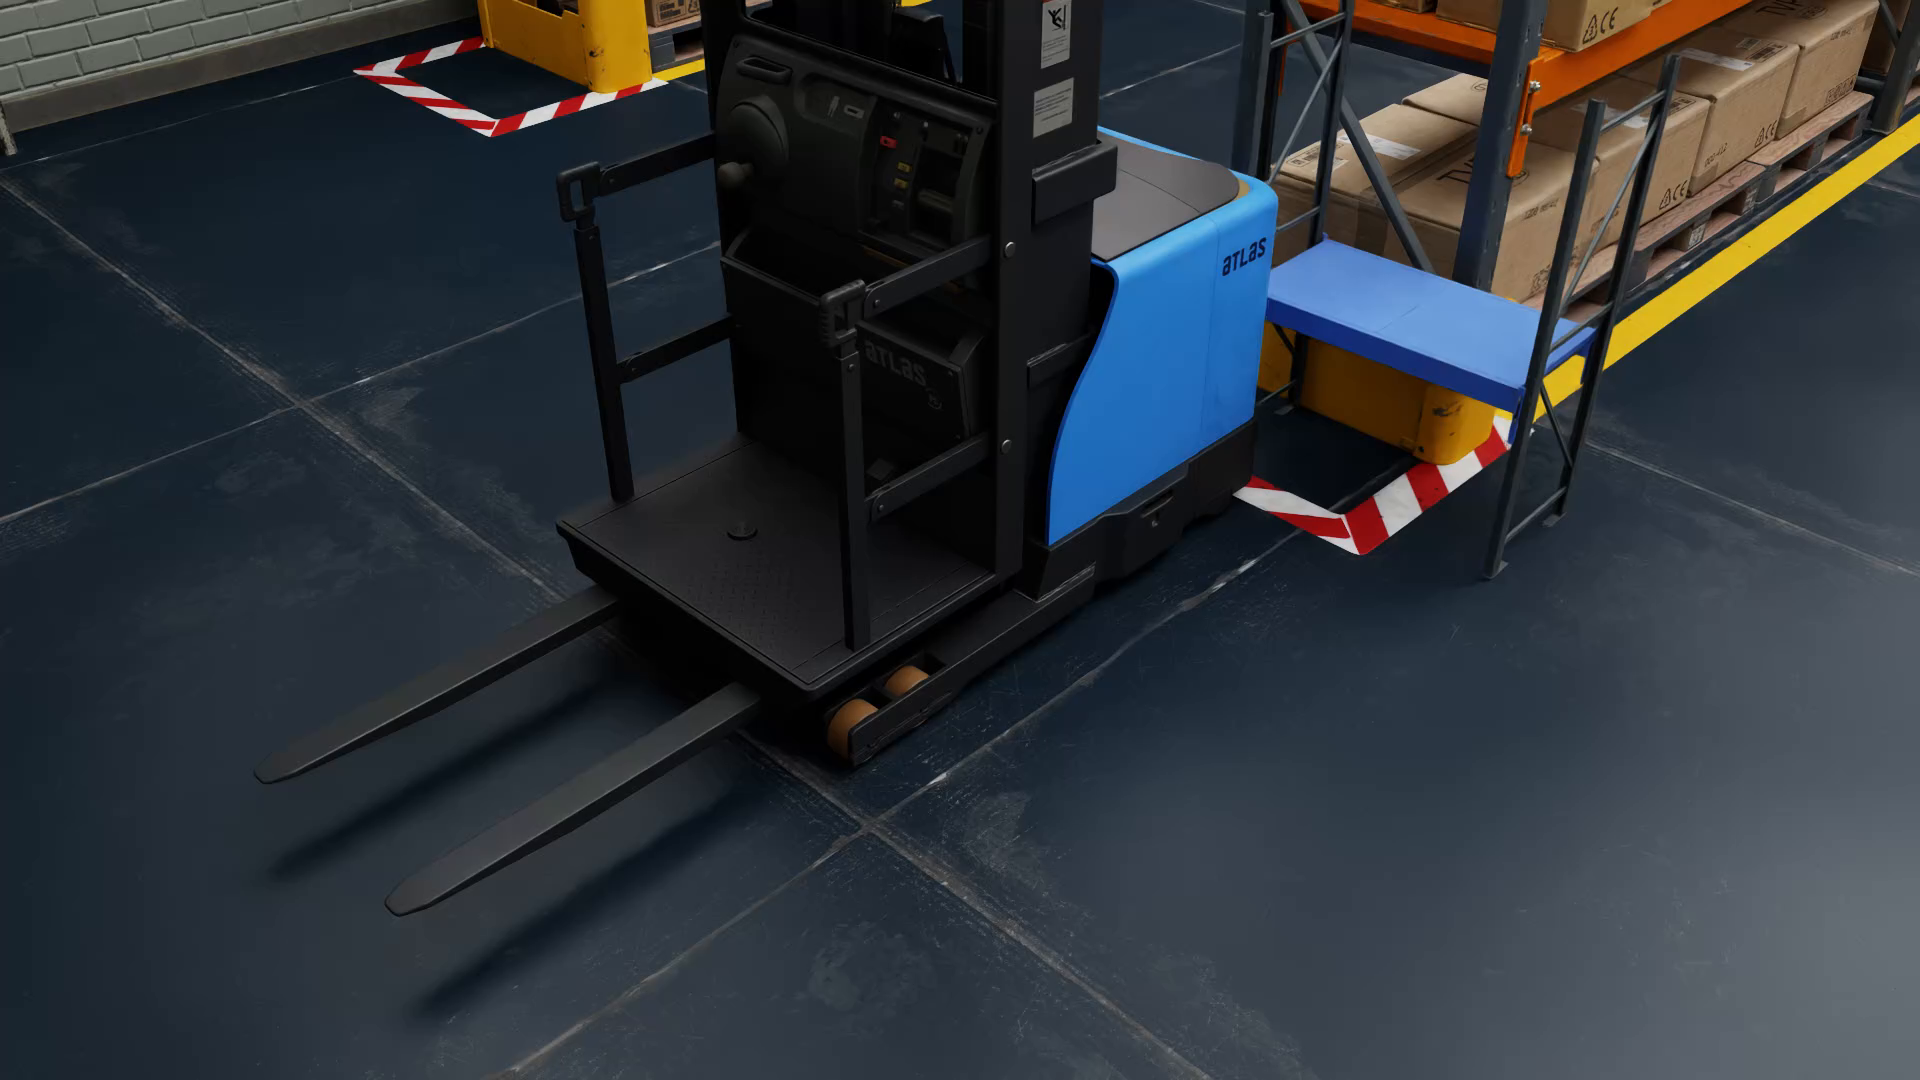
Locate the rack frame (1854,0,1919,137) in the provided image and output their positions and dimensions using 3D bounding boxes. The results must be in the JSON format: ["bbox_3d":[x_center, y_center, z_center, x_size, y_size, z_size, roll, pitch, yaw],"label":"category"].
[{"bbox_3d":[4.170,-3.405,7.510,1.000,3.000,0.127,30,45,35],"label":"rack frame"}]

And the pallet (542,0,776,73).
[{"bbox_3d":[-1.559,-2.991,9.354,1.003,0.211,1.213,30,45,35],"label":"pallet"}]

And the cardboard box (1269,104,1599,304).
[{"bbox_3d":[1.746,-1.210,6.236,0.875,0.438,0.875,28,44,34],"label":"cardboard box"}]

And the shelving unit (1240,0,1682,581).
[{"bbox_3d":[1.407,-0.800,5.084,1.048,1.500,0.538,28,43,34],"label":"shelving unit"}]

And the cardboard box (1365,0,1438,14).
[{"bbox_3d":[1.504,-2.124,5.587,0.500,0.500,0.500,-30,45,-35],"label":"cardboard box"}]

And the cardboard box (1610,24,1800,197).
[{"bbox_3d":[3.021,-1.951,7.298,0.875,0.438,0.875,28,44,34],"label":"cardboard box"}]

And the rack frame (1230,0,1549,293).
[{"bbox_3d":[1.352,-1.781,5.181,1.000,3.000,0.127,30,45,35],"label":"rack frame"}]

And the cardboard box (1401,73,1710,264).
[{"bbox_3d":[2.385,-1.585,6.774,0.875,0.438,0.875,-29,44,-34],"label":"cardboard box"}]

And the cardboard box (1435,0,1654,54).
[{"bbox_3d":[1.894,-1.901,5.266,0.500,0.500,0.500,29,44,35],"label":"cardboard box"}]

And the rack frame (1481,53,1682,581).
[{"bbox_3d":[1.779,-0.602,4.800,0.032,1.500,0.500,28,43,34],"label":"rack frame"}]

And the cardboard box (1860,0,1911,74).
[{"bbox_3d":[4.550,-2.989,8.404,0.875,0.875,0.875,-28,44,-34],"label":"cardboard box"}]

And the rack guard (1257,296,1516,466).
[{"bbox_3d":[1.335,-0.746,5.882,1.175,0.500,0.348,30,45,35],"label":"rack guard"}]

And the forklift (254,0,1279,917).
[{"bbox_3d":[-0.433,-0.945,4.043,1.130,2.935,3.031,29,44,35],"label":"forklift"}]

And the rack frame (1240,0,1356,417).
[{"bbox_3d":[1.035,-0.998,5.368,0.032,1.500,0.500,28,43,34],"label":"rack frame"}]

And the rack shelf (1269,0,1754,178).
[{"bbox_3d":[2.761,-2.298,6.551,1.077,0.370,4.000,30,45,35],"label":"rack shelf"}]

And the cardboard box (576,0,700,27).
[{"bbox_3d":[-1.675,-3.138,8.943,0.797,0.503,0.637,28,43,34],"label":"cardboard box"}]

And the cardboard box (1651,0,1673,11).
[{"bbox_3d":[2.230,-2.118,5.577,0.500,0.500,0.500,29,44,35],"label":"cardboard box"}]

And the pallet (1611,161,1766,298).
[{"bbox_3d":[2.719,-1.486,7.196,1.003,0.211,1.213,30,45,35],"label":"pallet"}]

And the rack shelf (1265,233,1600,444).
[{"bbox_3d":[1.406,-0.652,5.187,1.000,0.185,0.538,28,43,34],"label":"rack shelf"}]

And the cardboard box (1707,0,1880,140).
[{"bbox_3d":[3.651,-2.314,7.819,0.875,0.438,0.875,29,44,35],"label":"cardboard box"}]

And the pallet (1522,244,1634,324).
[{"bbox_3d":[1.859,-0.993,6.490,1.003,0.211,1.213,30,45,35],"label":"pallet"}]

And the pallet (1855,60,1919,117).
[{"bbox_3d":[4.660,-2.605,8.800,1.003,0.211,1.213,30,45,35],"label":"pallet"}]

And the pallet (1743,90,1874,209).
[{"bbox_3d":[3.579,-1.984,7.910,1.003,0.211,1.213,30,45,35],"label":"pallet"}]

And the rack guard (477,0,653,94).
[{"bbox_3d":[-2.120,-2.785,8.807,1.175,0.500,0.348,30,45,35],"label":"rack guard"}]
